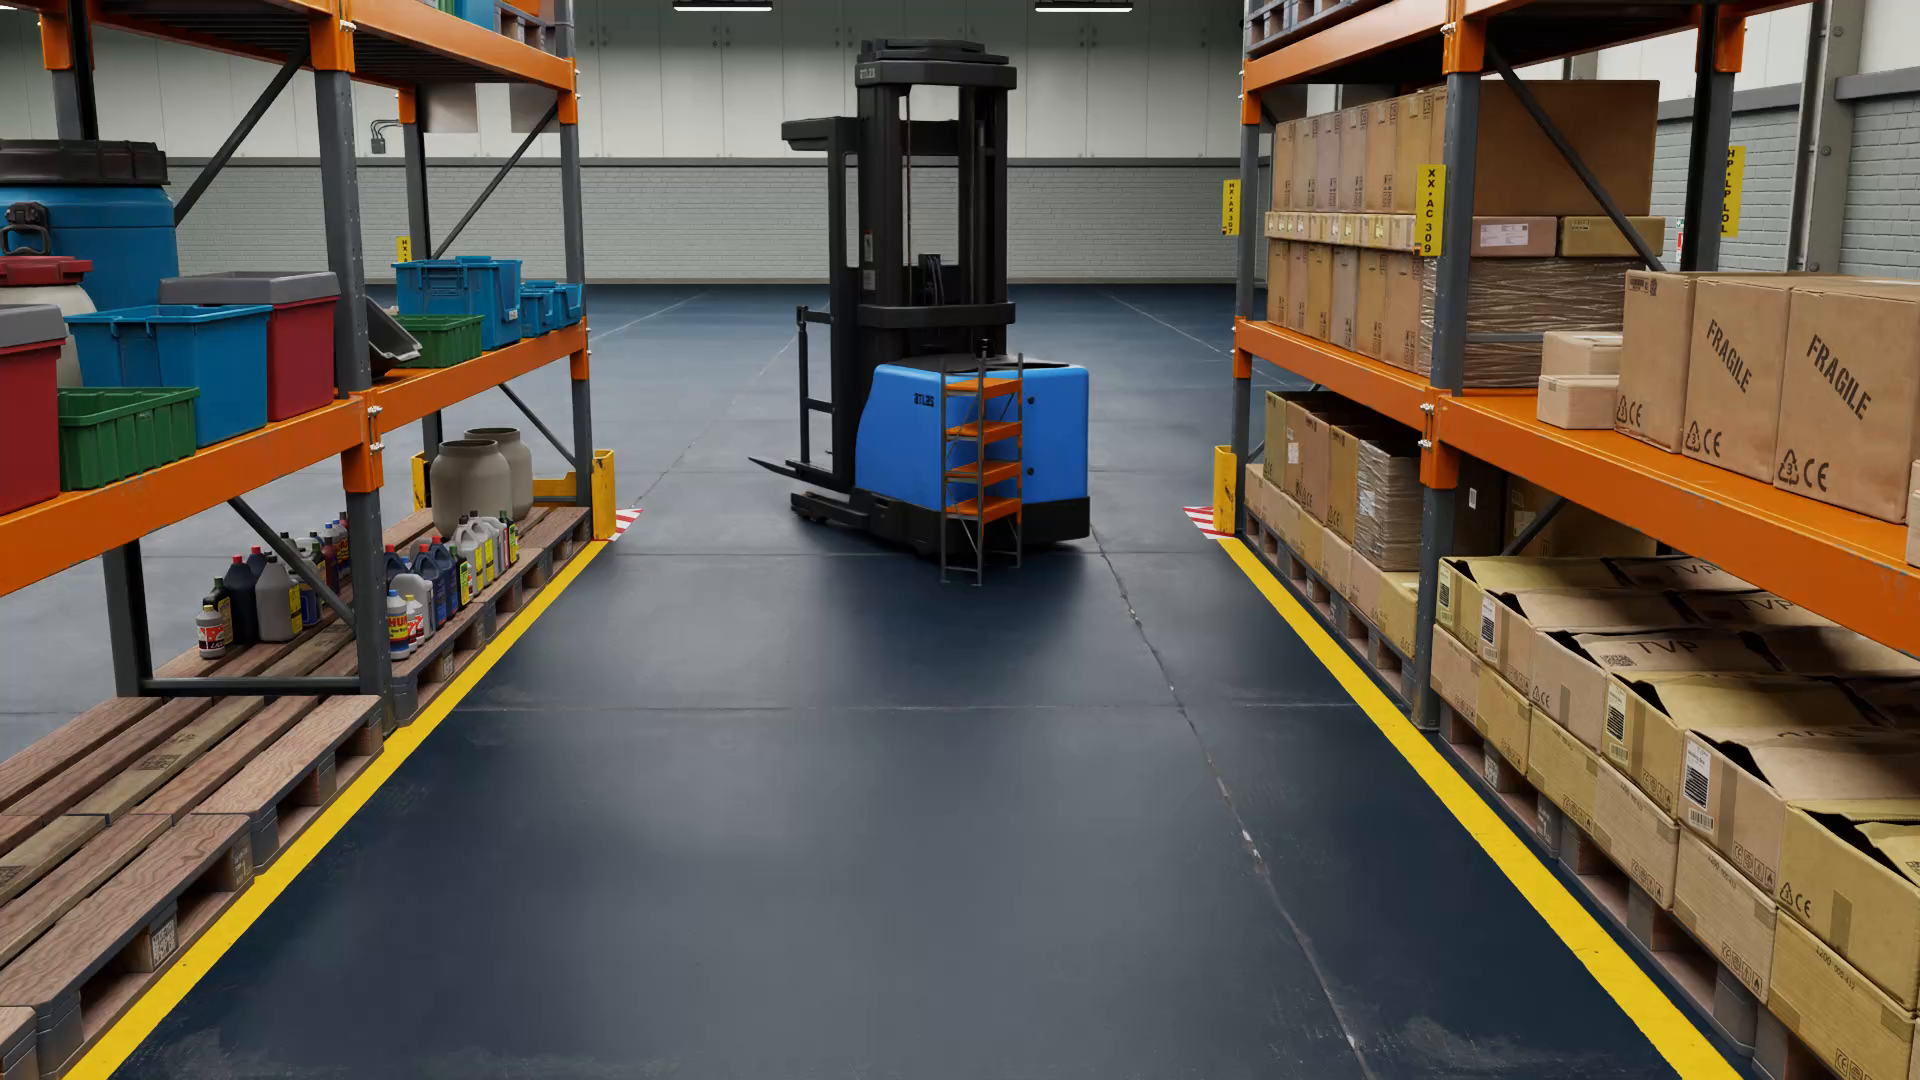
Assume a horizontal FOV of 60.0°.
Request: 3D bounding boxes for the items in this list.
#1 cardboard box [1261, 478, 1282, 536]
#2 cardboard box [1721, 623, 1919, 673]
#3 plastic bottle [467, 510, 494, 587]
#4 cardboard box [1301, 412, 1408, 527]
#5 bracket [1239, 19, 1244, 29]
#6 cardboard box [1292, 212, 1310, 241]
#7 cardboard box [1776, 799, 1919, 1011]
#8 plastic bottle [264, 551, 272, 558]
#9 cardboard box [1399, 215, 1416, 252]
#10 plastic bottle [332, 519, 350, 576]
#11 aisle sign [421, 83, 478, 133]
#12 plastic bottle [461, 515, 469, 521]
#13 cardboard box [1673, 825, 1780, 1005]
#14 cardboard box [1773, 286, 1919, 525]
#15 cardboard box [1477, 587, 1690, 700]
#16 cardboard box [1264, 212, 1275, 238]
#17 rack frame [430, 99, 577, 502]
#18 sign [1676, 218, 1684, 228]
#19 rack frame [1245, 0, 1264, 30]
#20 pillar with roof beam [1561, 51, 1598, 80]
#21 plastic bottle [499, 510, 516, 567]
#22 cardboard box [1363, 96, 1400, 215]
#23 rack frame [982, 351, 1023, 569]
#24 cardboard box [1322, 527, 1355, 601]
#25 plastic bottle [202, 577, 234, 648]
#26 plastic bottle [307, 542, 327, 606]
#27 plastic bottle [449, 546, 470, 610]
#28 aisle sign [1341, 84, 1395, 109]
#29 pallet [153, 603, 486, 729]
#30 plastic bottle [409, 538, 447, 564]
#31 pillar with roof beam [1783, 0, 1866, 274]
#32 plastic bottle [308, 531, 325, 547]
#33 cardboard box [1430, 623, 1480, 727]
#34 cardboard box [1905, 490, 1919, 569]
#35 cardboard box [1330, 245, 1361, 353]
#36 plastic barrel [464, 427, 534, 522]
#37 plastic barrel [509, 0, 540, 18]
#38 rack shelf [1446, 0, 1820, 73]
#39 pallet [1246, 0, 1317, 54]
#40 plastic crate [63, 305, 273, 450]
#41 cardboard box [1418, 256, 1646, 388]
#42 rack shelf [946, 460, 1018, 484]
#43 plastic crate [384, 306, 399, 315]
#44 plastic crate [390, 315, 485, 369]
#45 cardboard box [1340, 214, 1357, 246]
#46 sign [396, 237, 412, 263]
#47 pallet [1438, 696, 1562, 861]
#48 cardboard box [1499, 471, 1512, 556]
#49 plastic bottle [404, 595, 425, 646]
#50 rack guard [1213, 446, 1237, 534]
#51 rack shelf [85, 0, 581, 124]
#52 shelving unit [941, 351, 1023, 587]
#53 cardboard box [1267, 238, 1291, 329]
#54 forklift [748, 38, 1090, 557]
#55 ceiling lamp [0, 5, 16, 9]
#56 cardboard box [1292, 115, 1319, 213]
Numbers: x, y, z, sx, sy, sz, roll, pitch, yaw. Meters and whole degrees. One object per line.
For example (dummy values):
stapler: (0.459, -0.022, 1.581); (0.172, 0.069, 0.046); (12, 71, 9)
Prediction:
cardboard box: (1.989, -0.189, 9.306); (0.500, 0.250, 0.500); (0, 11, -1)
cardboard box: (2.589, 0.406, 4.961); (0.500, 0.311, 0.500); (0, 11, -1)
plastic bottle: (-2.302, 0.038, 7.881); (0.144, 0.351, 0.185); (0, 11, 1)
cardboard box: (2.003, -0.358, 8.252); (0.500, 0.500, 0.500); (0, 11, -1)
bracket: (6.986, -12.643, 40.692); (0.235, 0.232, 0.430); (0, 11, -1)
cardboard box: (1.994, -1.673, 8.881); (0.380, 0.149, 0.250); (0, 11, -2)
cardboard box: (2.077, 0.713, 3.449); (0.500, 0.311, 0.500); (0, 11, -2)
plastic bottle: (-3.034, 0.195, 7.277); (0.061, 0.283, 0.133); (1, 11, 3)
cardboard box: (2.038, -1.264, 6.862); (0.380, 0.149, 0.250); (-1, 11, -3)
plastic bottle: (-3.033, 0.033, 8.107); (0.097, 0.271, 0.097); (0, 11, 0)
aisle sign: (-3.061, -2.805, 9.804); (0.394, 0.787, 0.004); (0, 11, -1)
plastic bottle: (-2.419, 0.012, 8.183); (0.061, 0.283, 0.133); (0, 11, -1)
cardboard box: (2.075, 0.888, 3.996); (0.500, 0.250, 0.500); (0, 11, 0)
cardboard box: (2.300, -0.330, 3.890); (0.500, 0.500, 0.500); (-1, 11, -4)
cardboard box: (2.033, 0.307, 5.450); (0.500, 0.311, 0.500); (0, 11, -2)
cardboard box: (1.979, -1.826, 9.631); (0.380, 0.149, 0.250); (0, 11, -2)
rack frame: (-2.770, -1.518, 9.998); (0.949, 2.616, 0.053); (0, 11, -1)
sign: (7.964, -3.494, 18.314); (0.001, 0.109, 0.331); (0, 11, -1)
rack frame: (2.186, -4.478, 9.498); (1.000, 3.000, 0.127); (0, 11, -1)
pillar with roof beam: (3.466, -6.731, 20.604); (9.100, 9.000, 0.400); (0, 11, -1)
plastic bottle: (-2.269, -0.016, 8.319); (0.061, 0.283, 0.133); (0, 11, 0)
cardboard box: (2.232, -1.716, 7.457); (0.700, 0.500, 0.500); (0, 11, -1)
rack frame: (0.231, -0.439, 9.202); (0.240, 1.200, 0.015); (6, 13, 26)
cardboard box: (2.015, 0.109, 7.836); (0.500, 0.250, 0.500); (0, 11, -1)
plastic bottle: (-3.023, 0.298, 6.769); (0.061, 0.283, 0.133); (0, 11, 2)
plastic bottle: (-2.894, 0.158, 7.462); (0.061, 0.283, 0.133); (0, 11, -1)
plastic bottle: (-2.251, 0.160, 7.452); (0.061, 0.283, 0.133); (0, 11, 1)
aisle sign: (2.478, -2.826, 9.906); (0.394, 0.787, 0.004); (0, 11, -1)
pallet: (-2.656, 0.510, 7.015); (1.003, 0.211, 1.213); (0, 11, -1)
plastic bottle: (-2.446, 0.118, 7.679); (0.152, 0.276, 0.135); (0, 11, -1)
pillar with roof beam: (3.590, -5.538, 14.725); (9.100, 9.000, 0.400); (0, 11, -1)
plastic bottle: (-3.027, 0.093, 7.810); (0.097, 0.271, 0.097); (0, 11, 0)
cardboard box: (2.029, 0.480, 6.006); (0.500, 0.250, 0.500); (-1, 11, -3)
cardboard box: (2.057, -0.002, 3.156); (0.380, 0.149, 0.250); (0, 11, -1)
cardboard box: (2.218, -1.186, 8.110); (0.700, 0.500, 0.500); (0, 11, 1)
plastic barrel: (-2.676, -0.374, 9.560); (0.421, 0.512, 0.421); (0, 11, 0)
plastic barrel: (-2.629, -3.308, 9.141); (0.600, 0.830, 0.708); (0, 11, -1)
rack shelf: (2.310, -1.462, 3.989); (1.077, 0.370, 4.000); (0, 11, -1)
pallet: (2.175, -2.824, 9.112); (1.003, 0.211, 1.213); (0, 11, -1)
plastic crate: (-2.350, -0.497, 5.005); (0.392, 0.384, 0.575); (0, 11, -1)
cardboard box: (2.253, -0.880, 6.600); (0.700, 0.500, 0.500); (-1, 11, -3)
rack shelf: (0.120, -0.368, 8.995); (0.221, 0.050, 0.457); (6, 13, 26)
plastic crate: (-3.069, -1.210, 9.141); (0.298, 0.136, 0.250); (0, 11, -1)
plastic crate: (-2.429, -0.890, 7.435); (0.450, 0.188, 0.662); (0, 11, -1)
cardboard box: (2.016, -1.468, 7.867); (0.380, 0.149, 0.250); (0, 11, 1)
sign: (-3.316, -1.652, 9.963); (0.100, 0.325, 0.005); (0, 11, -1)
pallet: (2.323, 0.770, 5.731); (1.003, 0.211, 1.213); (0, 11, -1)
cardboard box: (2.554, -0.161, 7.283); (0.500, 0.500, 0.500); (0, 11, -1)
plastic bottle: (-2.256, 0.327, 6.833); (0.097, 0.201, 0.097); (0, 11, 0)
rack guard: (2.186, -0.317, 10.366); (1.175, 0.500, 0.348); (0, 11, -1)
rack shelf: (-2.725, -2.238, 7.811); (1.077, 0.370, 4.000); (0, 11, -1)
shelving unit: (0.120, -0.395, 8.989); (0.258, 1.200, 0.503); (6, 13, 26)
cardboard box: (2.183, -1.494, 9.627); (0.700, 0.500, 0.500); (0, 11, -1)
forklift: (-1.669, -1.562, 8.453); (5.355, 3.703, 5.200); (-7, 13, -31)
ceiling lamp: (-19.267, -12.309, 33.420); (2.000, 3.185, 0.800); (0, 11, -1)
cardboard box: (2.200, -2.015, 8.931); (0.700, 0.500, 0.500); (-1, 11, -3)
